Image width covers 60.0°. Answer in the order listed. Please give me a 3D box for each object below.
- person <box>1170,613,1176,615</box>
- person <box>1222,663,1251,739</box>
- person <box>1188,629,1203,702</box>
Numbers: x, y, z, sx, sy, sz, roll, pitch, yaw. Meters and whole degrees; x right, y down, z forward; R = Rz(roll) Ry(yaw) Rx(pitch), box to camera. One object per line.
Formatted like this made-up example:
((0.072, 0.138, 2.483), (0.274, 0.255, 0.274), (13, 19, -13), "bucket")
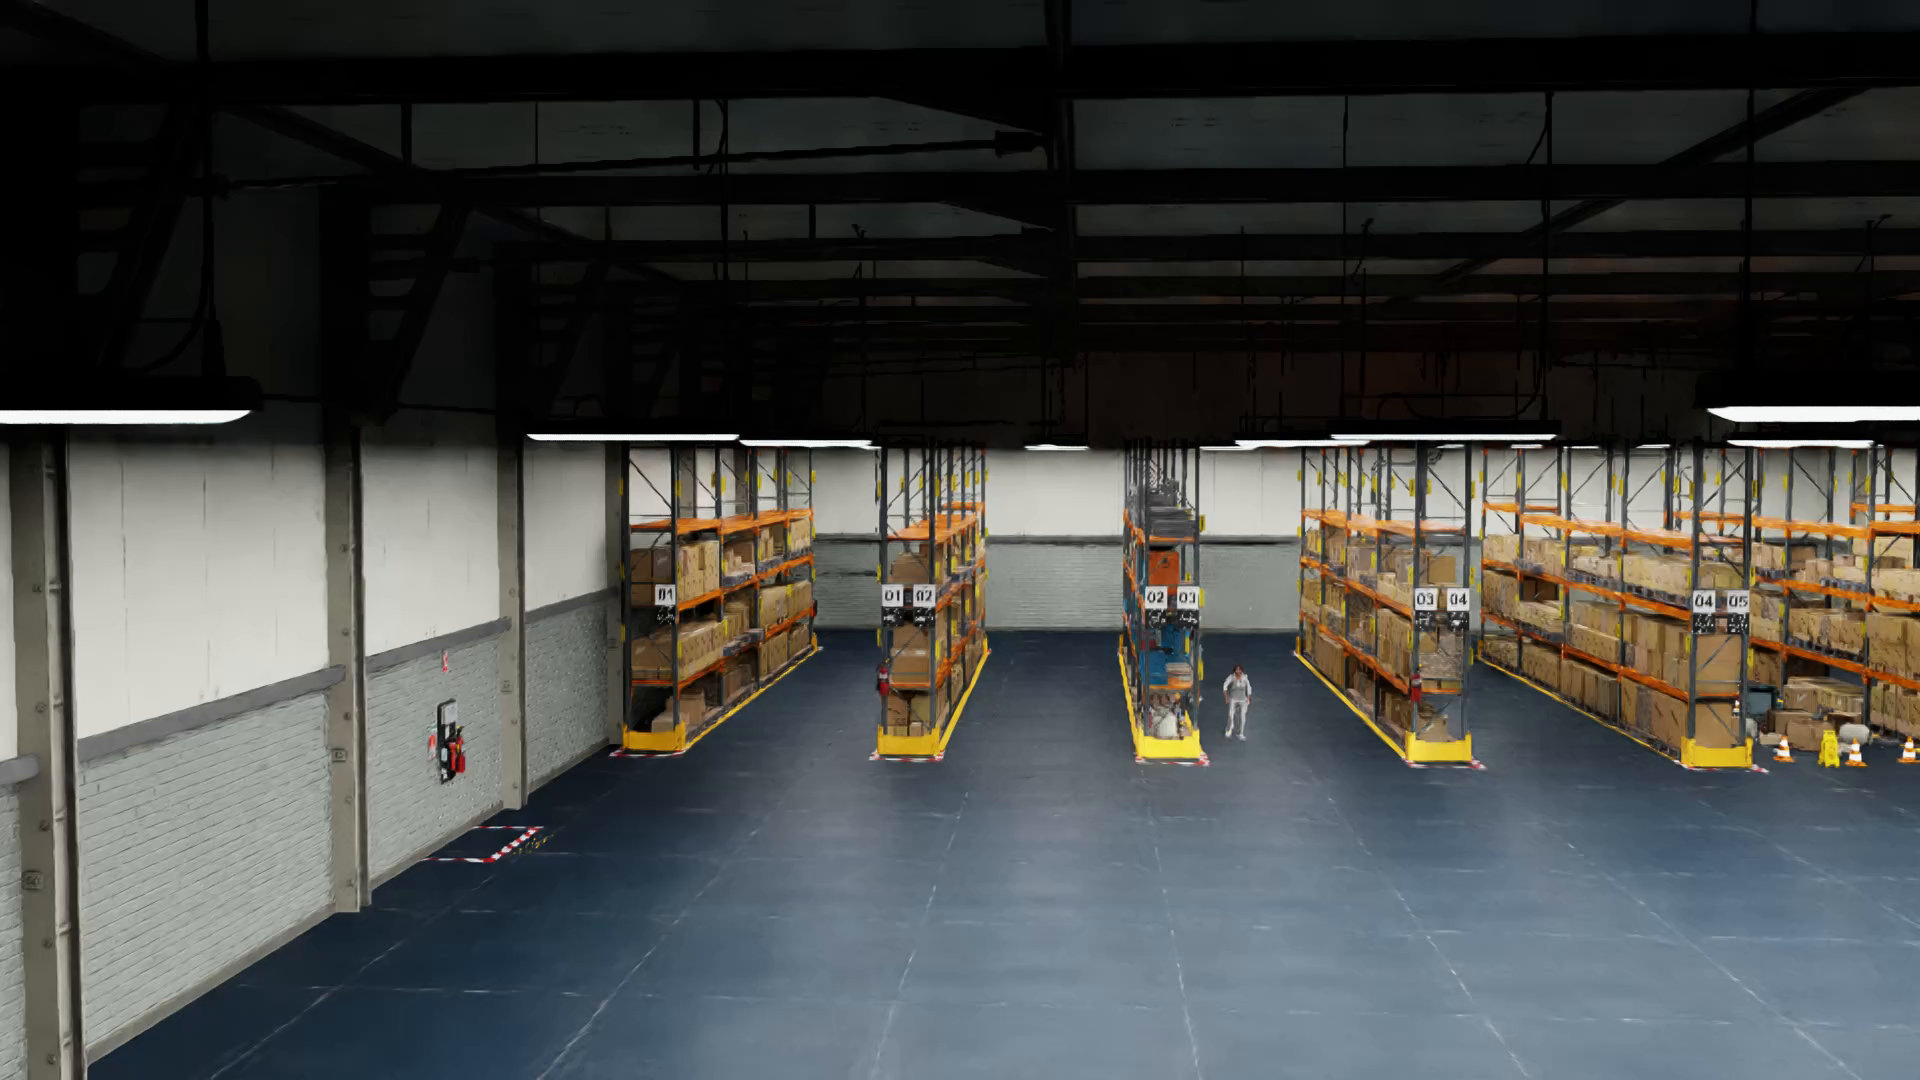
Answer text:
((6.227, 2.243, 49.624), (0.483, 1.621, 0.995), (0, 3, -4), "person")
((5.497, 3.191, 33.024), (0.566, 1.541, 0.519), (0, 3, 1), "person")
((5.373, 2.839, 37.881), (0.380, 1.681, 0.597), (0, 3, -2), "person")
